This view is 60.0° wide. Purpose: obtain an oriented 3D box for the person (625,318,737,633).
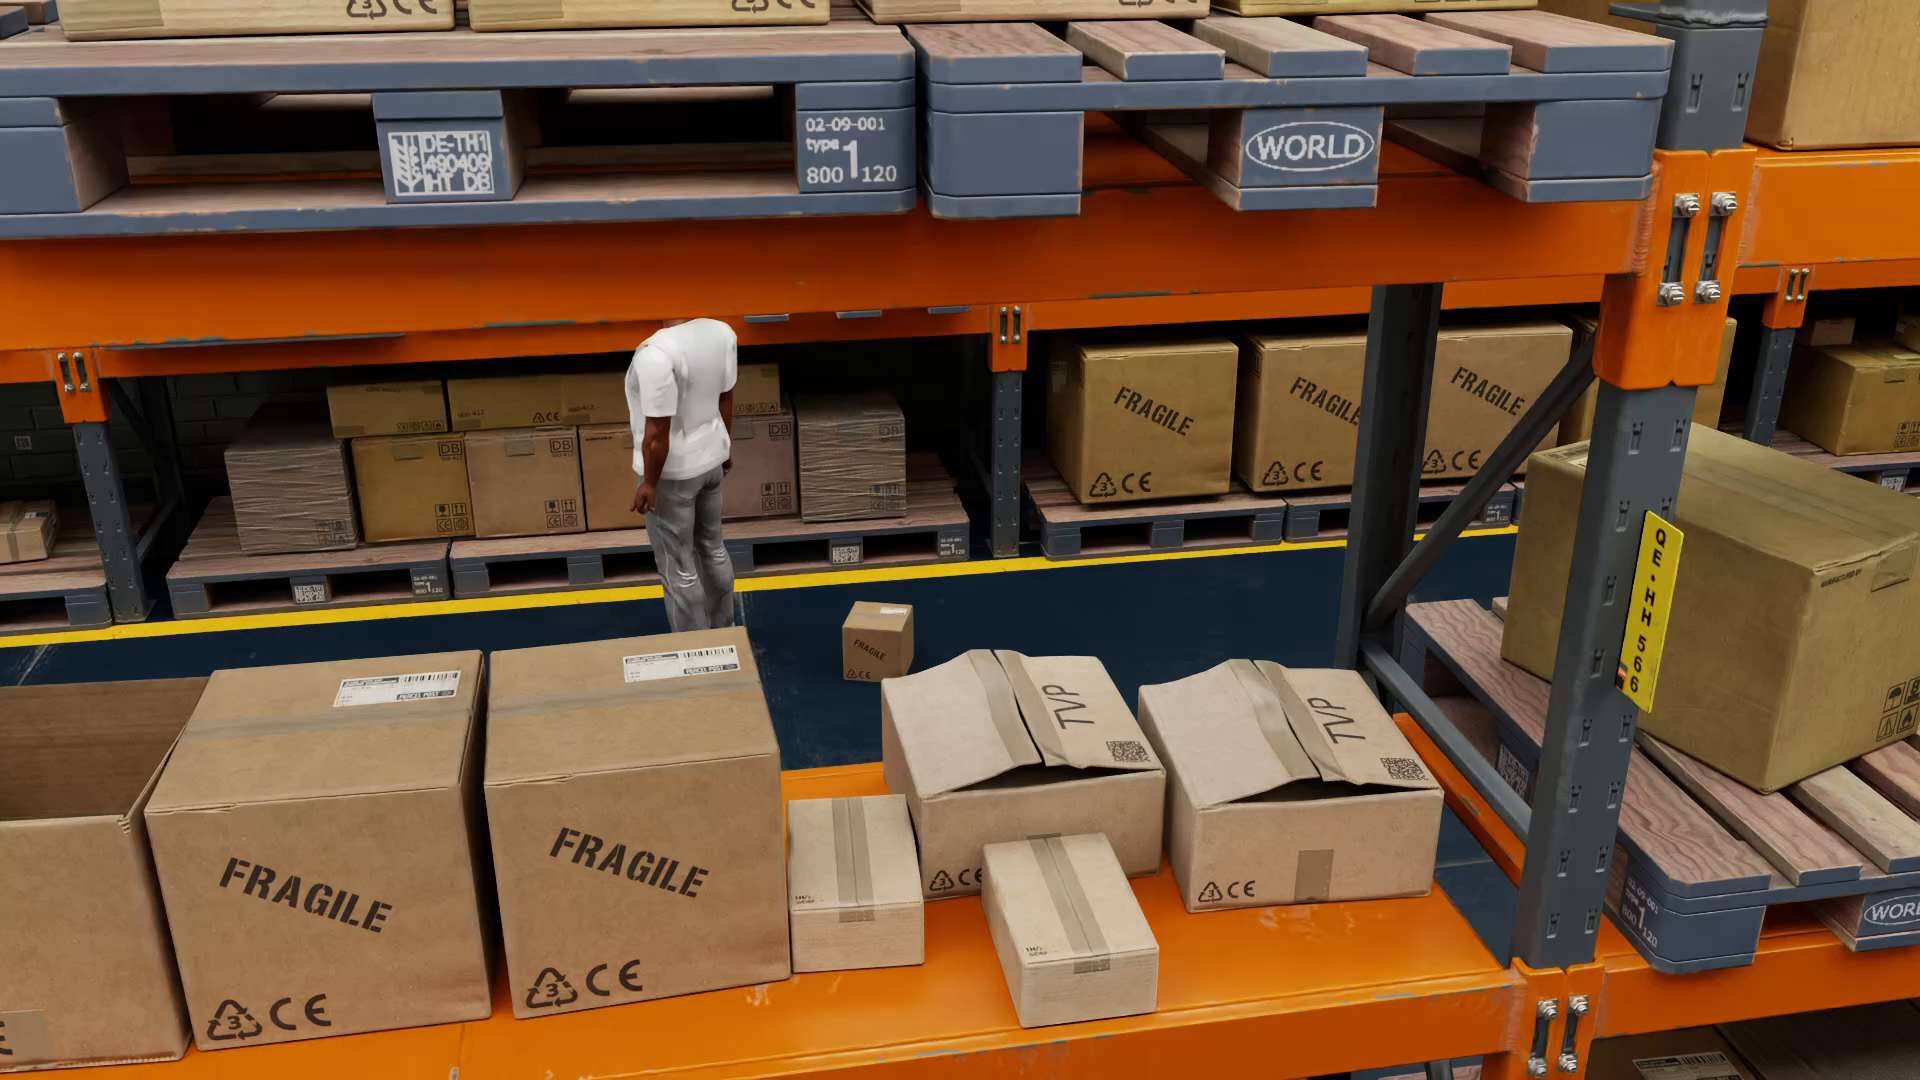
[{"bbox_3d":[-1.143,-0.305,6.773,0.385,1.772,0.569,12,26,27],"label":"person"}]
